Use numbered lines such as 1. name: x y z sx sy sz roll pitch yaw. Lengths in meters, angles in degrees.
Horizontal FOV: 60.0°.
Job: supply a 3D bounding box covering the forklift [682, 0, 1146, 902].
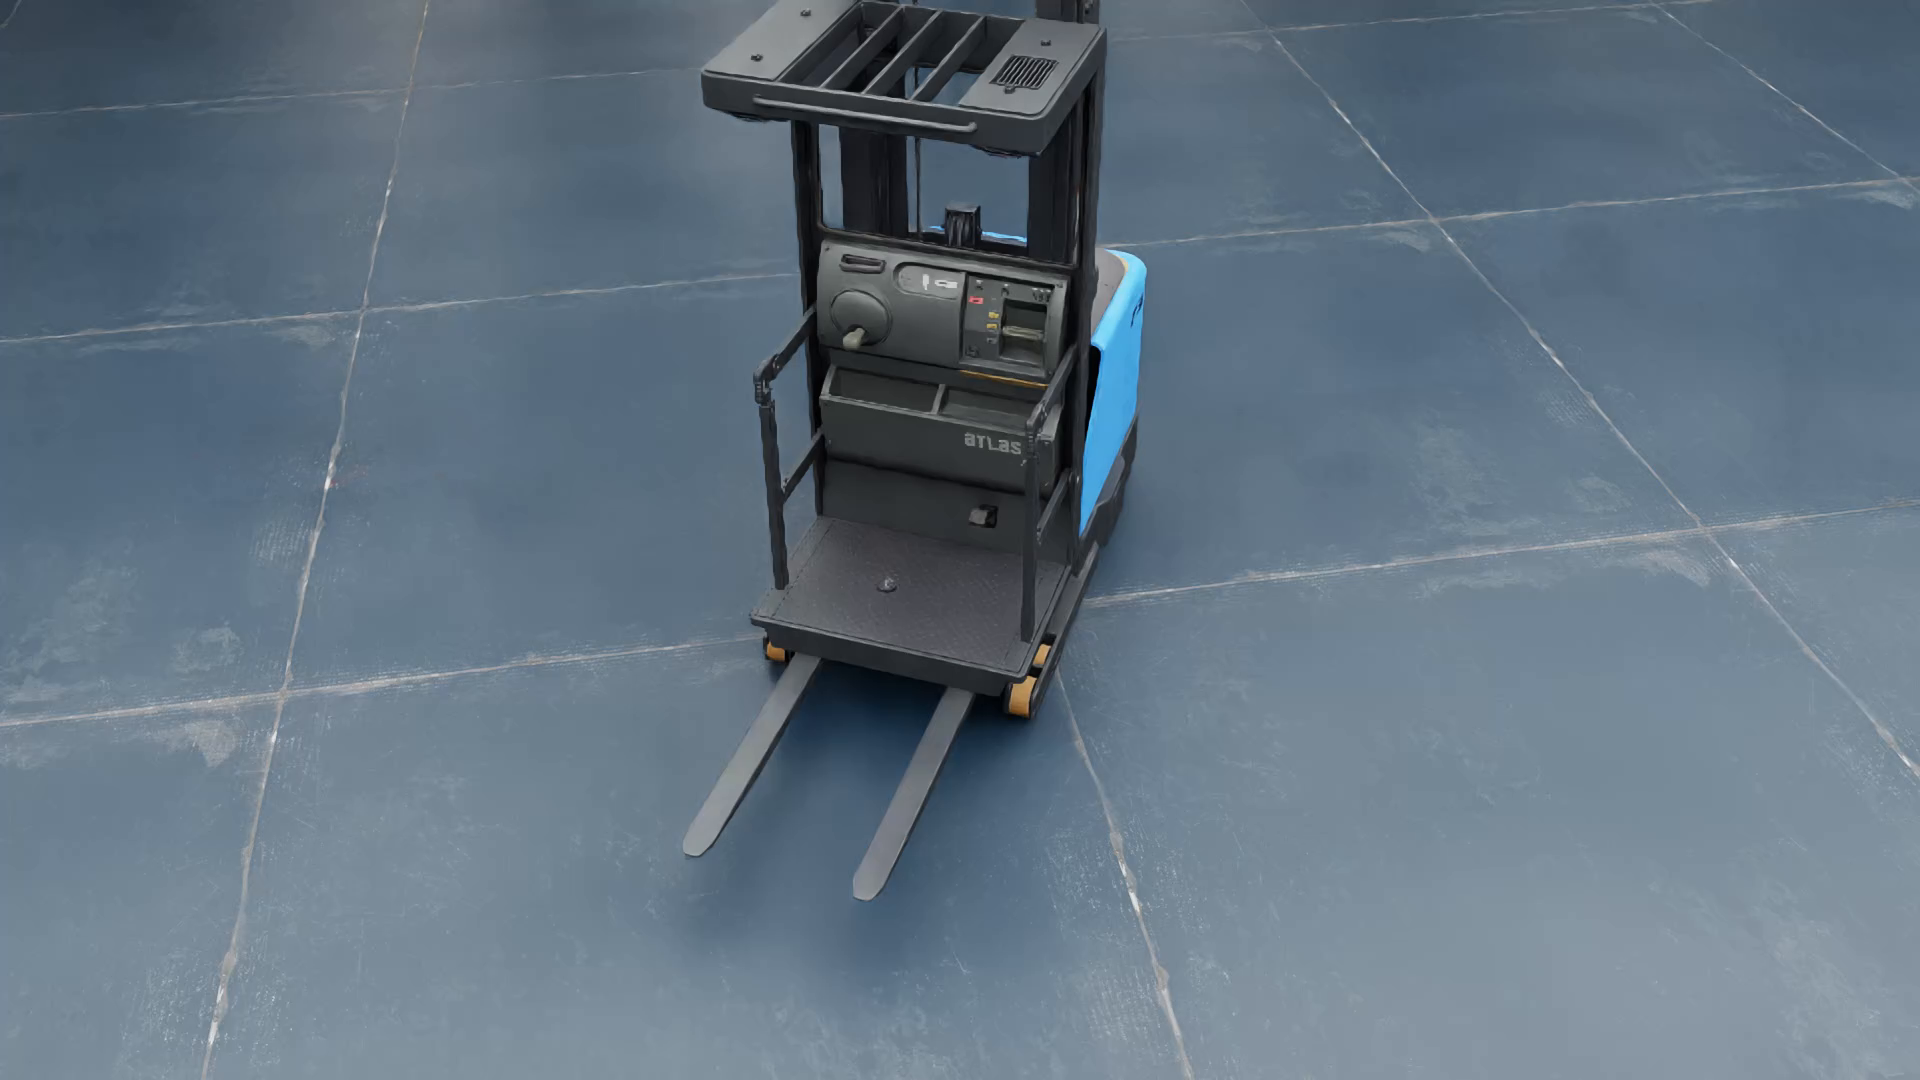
1. forklift: -0.138 -0.757 5.836 1.130 2.935 3.031 11 39 14
